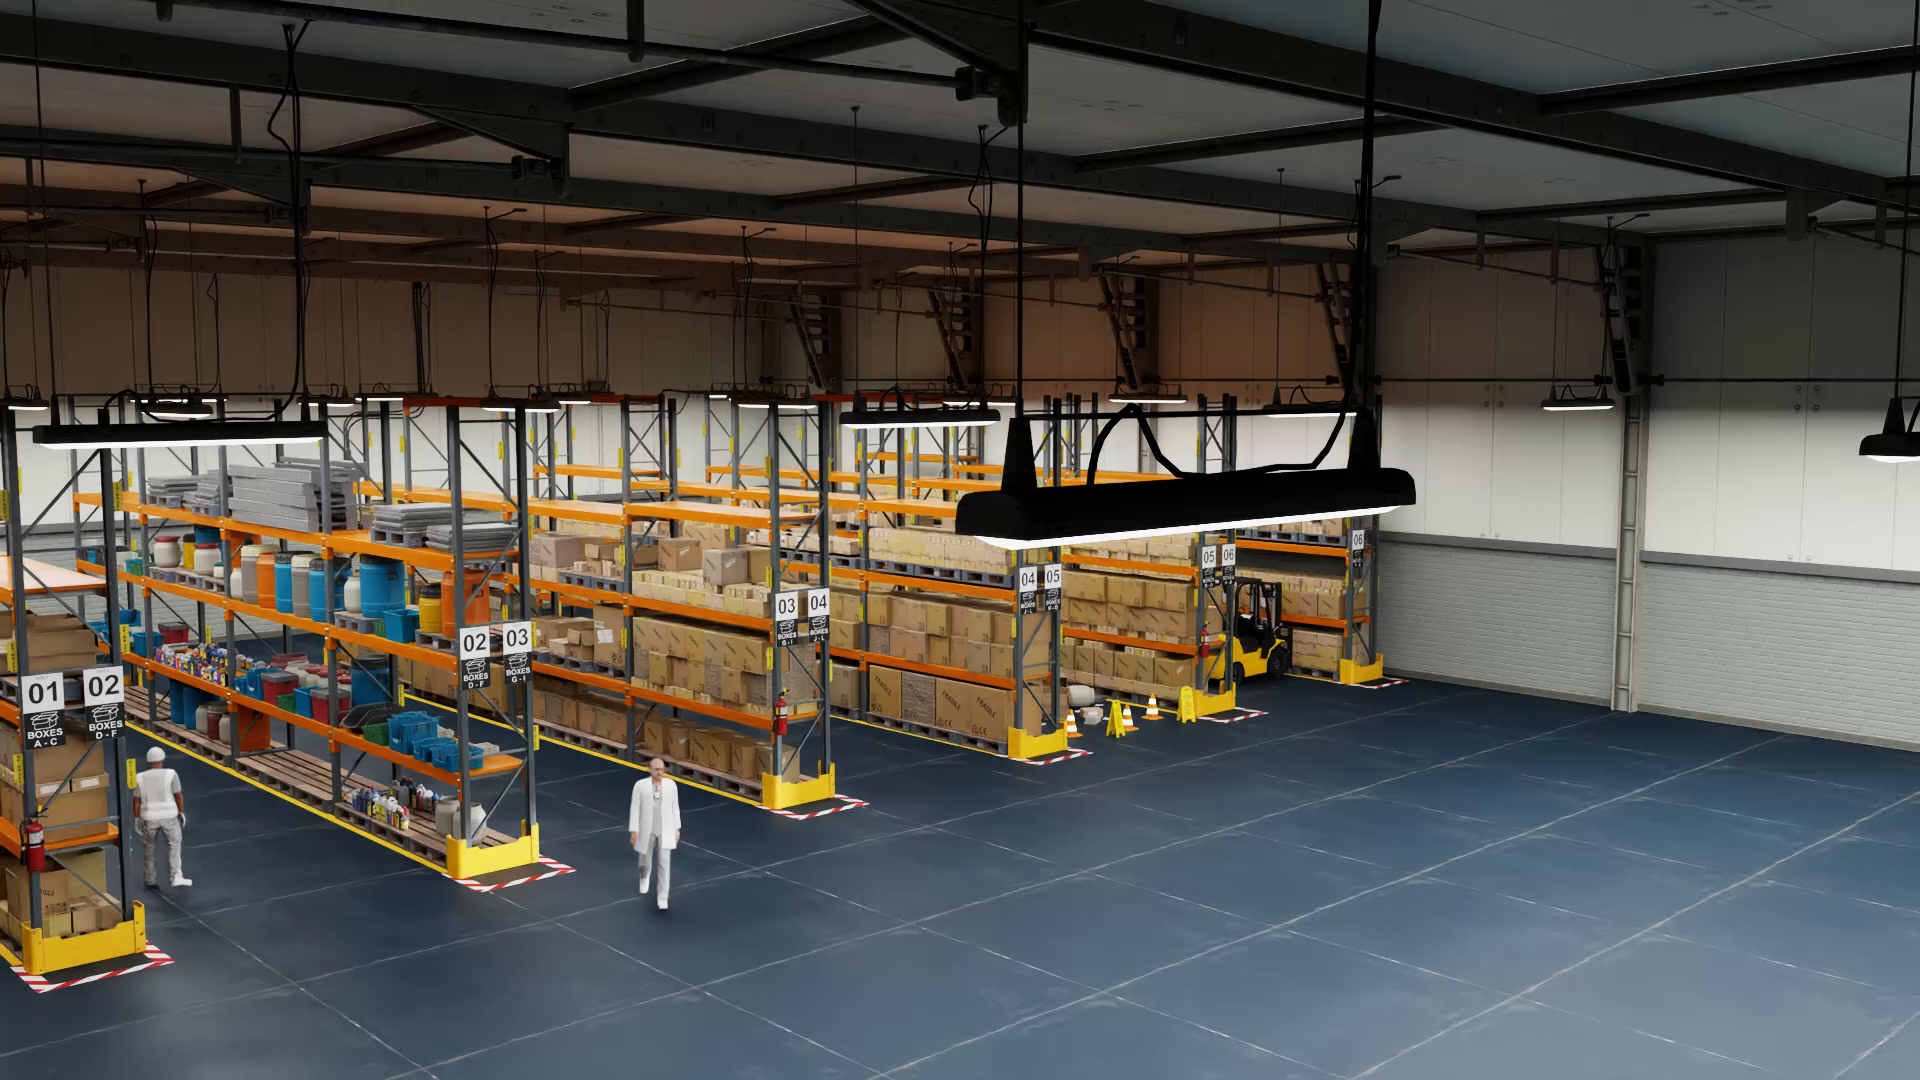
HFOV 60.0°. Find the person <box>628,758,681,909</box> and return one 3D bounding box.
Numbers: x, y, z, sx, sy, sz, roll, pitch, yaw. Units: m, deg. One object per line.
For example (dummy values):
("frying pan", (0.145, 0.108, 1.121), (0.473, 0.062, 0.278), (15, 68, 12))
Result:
("person", (-3.690, 3.502, 20.095), (0.632, 1.753, 0.940), (-1, 6, -15))

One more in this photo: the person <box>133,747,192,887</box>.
("person", (-9.924, 3.459, 20.659), (0.614, 1.767, 0.955), (-3, 6, -25))
